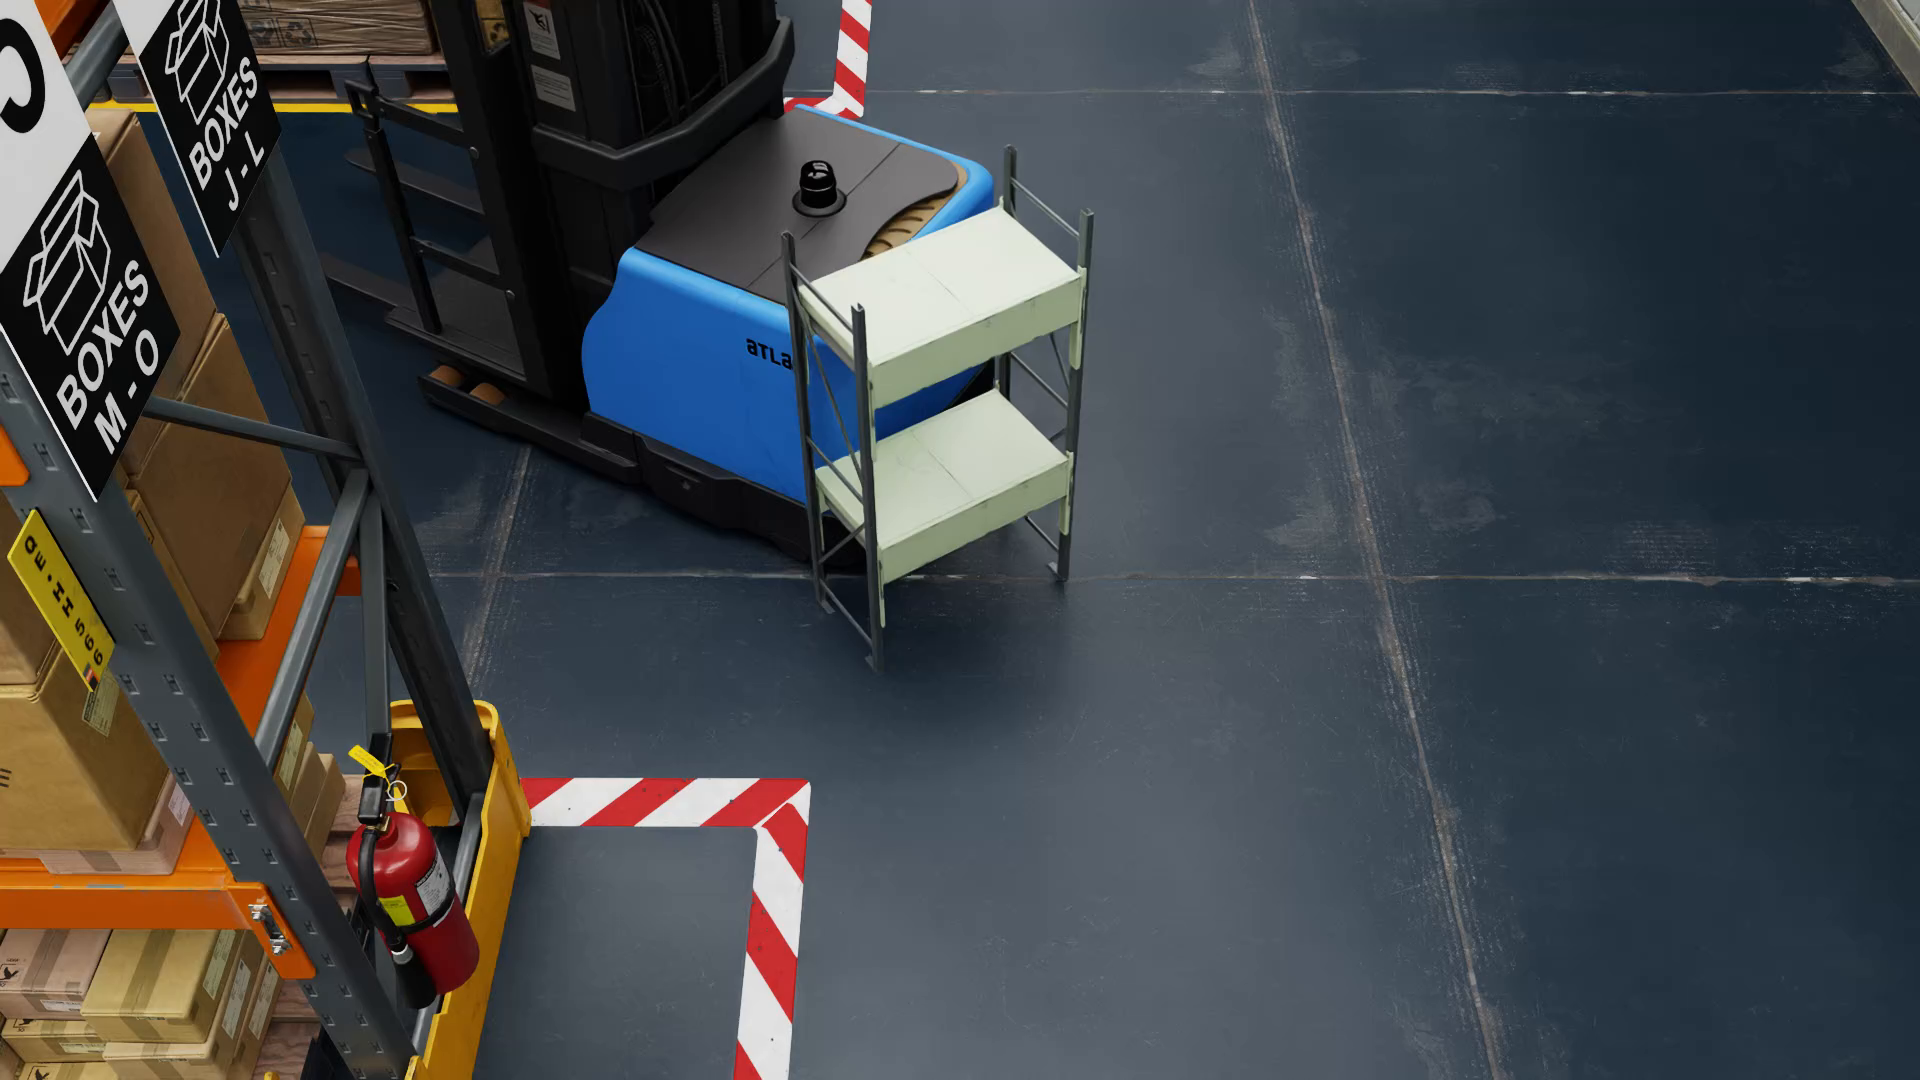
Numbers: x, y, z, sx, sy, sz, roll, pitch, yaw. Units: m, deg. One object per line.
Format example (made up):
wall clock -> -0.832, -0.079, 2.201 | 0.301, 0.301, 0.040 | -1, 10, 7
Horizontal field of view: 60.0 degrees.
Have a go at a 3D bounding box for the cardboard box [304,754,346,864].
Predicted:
cardboard box -> -1.901, 0.788, 4.628 | 0.250, 0.149, 0.380 | 1, 47, 1

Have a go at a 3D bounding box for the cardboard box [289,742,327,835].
cardboard box -> -1.902, 0.733, 4.476 | 0.250, 0.149, 0.380 | 2, 47, 2

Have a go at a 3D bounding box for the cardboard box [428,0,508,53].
cardboard box -> -1.899, -2.797, 7.469 | 0.875, 0.875, 0.875 | 0, 47, 0

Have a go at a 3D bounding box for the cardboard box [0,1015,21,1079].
cardboard box -> -2.427, 1.130, 4.107 | 0.250, 0.149, 0.380 | -2, 47, -1

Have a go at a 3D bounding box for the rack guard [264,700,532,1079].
rack guard -> -1.455, 1.047, 4.434 | 0.348, 0.500, 1.175 | 0, 47, 0

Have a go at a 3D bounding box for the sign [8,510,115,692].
sign -> -1.401, 0.100, 2.601 | 0.005, 0.325, 0.100 | 0, 47, 0

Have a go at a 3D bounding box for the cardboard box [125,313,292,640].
cardboard box -> -1.827, -0.143, 3.562 | 0.500, 0.500, 0.500 | 2, 47, 2

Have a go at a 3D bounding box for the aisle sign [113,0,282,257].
aisle sign -> -1.305, -0.909, 2.771 | 0.004, 0.787, 0.394 | 0, 47, 0

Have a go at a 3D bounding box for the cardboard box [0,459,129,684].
cardboard box -> -1.837, -0.100, 2.839 | 0.500, 0.500, 0.500 | -1, 47, -1

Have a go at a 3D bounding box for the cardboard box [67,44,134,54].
cardboard box -> -3.699, -2.802, 7.473 | 0.875, 0.875, 0.875 | 0, 47, 0

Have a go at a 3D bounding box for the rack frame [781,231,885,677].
rack frame -> -0.363, -0.197, 4.909 | 0.023, 1.500, 0.400 | -26, 52, -22

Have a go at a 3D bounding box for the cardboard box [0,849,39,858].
cardboard box -> -1.954, 0.459, 3.445 | 0.250, 0.149, 0.380 | 0, 47, 0

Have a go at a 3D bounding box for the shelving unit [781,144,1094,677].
shelving unit -> -0.059, -0.346, 5.047 | 0.755, 1.500, 0.431 | -26, 52, -22

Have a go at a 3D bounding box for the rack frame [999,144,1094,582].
rack frame -> 0.245, -0.495, 5.186 | 0.023, 1.500, 0.400 | -26, 52, -22

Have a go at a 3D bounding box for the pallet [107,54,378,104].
pallet -> -3.276, -2.435, 7.872 | 1.213, 0.211, 1.003 | 0, 47, 0

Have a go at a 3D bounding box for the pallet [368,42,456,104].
pallet -> -2.059, -2.429, 7.867 | 1.213, 0.211, 1.003 | 0, 47, 0

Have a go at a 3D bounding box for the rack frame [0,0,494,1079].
rack frame -> -1.379, 0.196, 3.519 | 0.127, 3.000, 1.000 | 0, 47, 0

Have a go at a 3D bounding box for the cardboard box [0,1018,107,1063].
cardboard box -> -2.169, 1.090, 4.144 | 0.250, 0.149, 0.380 | -1, 47, -1

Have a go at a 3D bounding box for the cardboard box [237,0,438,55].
cardboard box -> -2.809, -2.799, 7.471 | 0.875, 0.875, 0.875 | 0, 47, 0

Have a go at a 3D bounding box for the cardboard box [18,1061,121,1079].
cardboard box -> -2.163, 1.249, 4.199 | 0.250, 0.149, 0.380 | 1, 47, 1

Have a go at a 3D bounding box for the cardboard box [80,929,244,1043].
cardboard box -> -1.909, 1.005, 4.019 | 0.250, 0.149, 0.380 | 1, 47, 1

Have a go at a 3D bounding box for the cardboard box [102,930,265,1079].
cardboard box -> -1.908, 1.130, 4.106 | 0.250, 0.149, 0.380 | -1, 47, -1

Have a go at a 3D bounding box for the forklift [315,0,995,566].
forklift -> -1.408, -1.721, 5.349 | 3.031, 2.935, 1.130 | 23, 51, 20

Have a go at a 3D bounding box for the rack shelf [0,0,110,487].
rack shelf -> -3.379, -0.587, 2.689 | 4.000, 0.370, 1.077 | 0, 47, 0

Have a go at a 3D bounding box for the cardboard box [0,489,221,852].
cardboard box -> -1.829, 0.247, 3.199 | 0.500, 0.500, 0.500 | 1, 47, 1

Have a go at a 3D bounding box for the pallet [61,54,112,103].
pallet -> -4.499, -2.436, 7.873 | 1.213, 0.211, 1.003 | 0, 47, 0

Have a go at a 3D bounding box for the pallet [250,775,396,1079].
pallet -> -2.267, 1.117, 4.566 | 1.213, 0.211, 1.003 | 0, 47, 0

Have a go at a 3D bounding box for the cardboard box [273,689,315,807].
cardboard box -> -1.901, 0.571, 4.423 | 0.250, 0.149, 0.380 | -2, 47, -2

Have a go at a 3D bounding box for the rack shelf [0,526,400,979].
rack shelf -> -3.379, 0.435, 3.787 | 4.000, 0.370, 1.077 | 0, 47, 0

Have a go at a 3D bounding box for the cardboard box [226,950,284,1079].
cardboard box -> -1.906, 1.175, 4.268 | 0.250, 0.149, 0.380 | 1, 47, 1

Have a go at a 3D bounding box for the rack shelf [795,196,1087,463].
rack shelf -> -0.059, -0.612, 4.762 | 0.720, 0.370, 0.431 | -26, 52, -22

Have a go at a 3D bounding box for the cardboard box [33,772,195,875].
cardboard box -> -1.706, 0.487, 3.419 | 0.250, 0.149, 0.380 | 0, 47, 0

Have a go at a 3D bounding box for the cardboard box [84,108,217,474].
cardboard box -> -1.827, -0.476, 3.189 | 0.500, 0.500, 0.500 | 0, 47, 0

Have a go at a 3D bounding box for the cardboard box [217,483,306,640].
cardboard box -> -1.701, 0.041, 3.835 | 0.250, 0.149, 0.380 | 0, 47, 0

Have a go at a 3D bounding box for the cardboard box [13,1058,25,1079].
cardboard box -> -2.427, 1.185, 4.259 | 0.250, 0.149, 0.380 | 0, 47, 0

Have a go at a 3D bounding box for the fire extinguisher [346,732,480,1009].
fire extinguisher -> -1.129, 0.688, 3.368 | 0.183, 0.674, 0.296 | 0, 47, 0

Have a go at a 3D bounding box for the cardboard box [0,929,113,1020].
cardboard box -> -2.160, 0.963, 4.059 | 0.250, 0.149, 0.380 | 1, 47, 1

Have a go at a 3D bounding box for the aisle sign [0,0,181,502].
aisle sign -> -1.307, -0.470, 2.362 | 0.004, 0.787, 0.394 | 0, 47, 0

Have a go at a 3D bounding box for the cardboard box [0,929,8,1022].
cardboard box -> -2.420, 1.055, 3.973 | 0.250, 0.149, 0.380 | -1, 47, -1

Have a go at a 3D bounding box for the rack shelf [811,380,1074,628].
rack shelf -> -0.059, -0.124, 5.286 | 0.720, 0.370, 0.431 | -26, 52, -22
